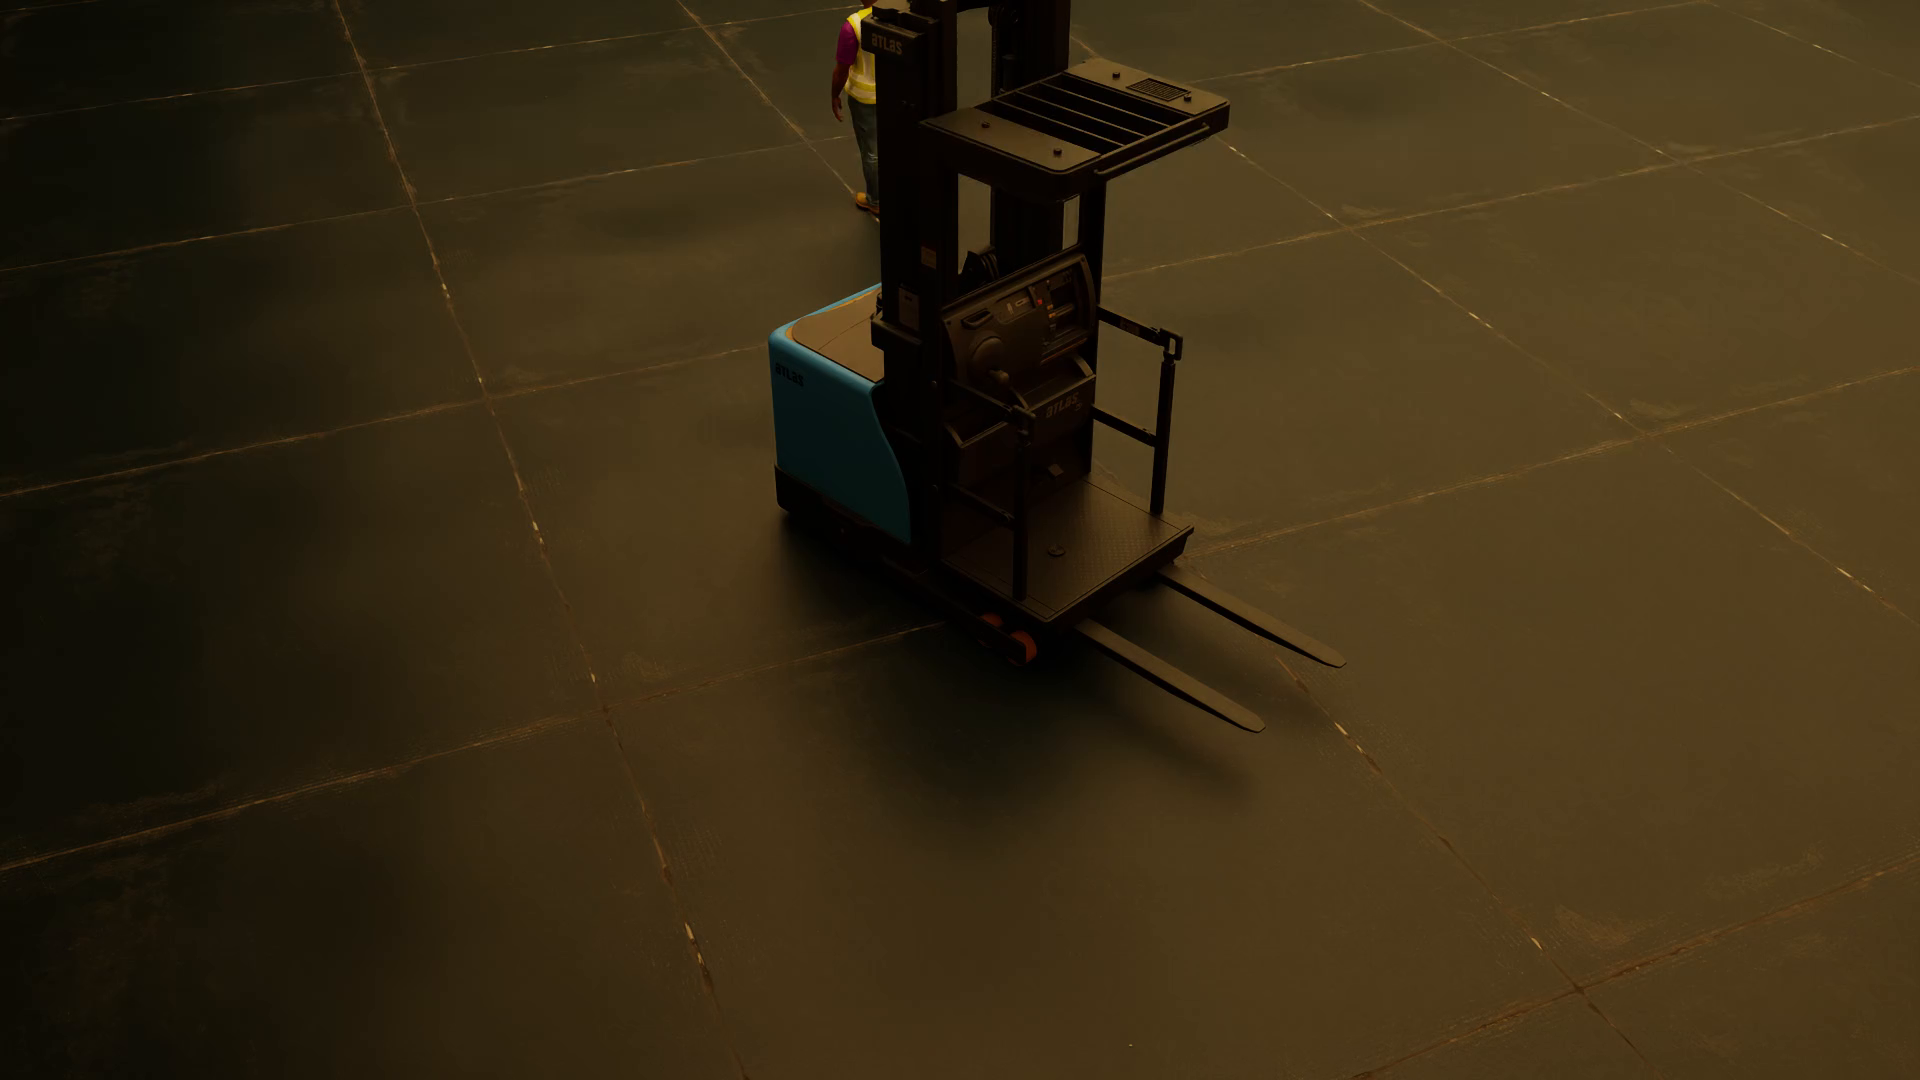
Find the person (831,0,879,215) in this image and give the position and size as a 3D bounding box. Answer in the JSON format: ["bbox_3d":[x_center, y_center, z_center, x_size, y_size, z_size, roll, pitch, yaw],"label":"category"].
[{"bbox_3d":[-0.608,-3.118,11.476,0.665,1.768,0.575,-17,39,-22],"label":"person"}]

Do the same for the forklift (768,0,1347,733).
[{"bbox_3d":[0.432,-0.946,7.429,3.031,2.935,1.130,30,45,35],"label":"forklift"}]
